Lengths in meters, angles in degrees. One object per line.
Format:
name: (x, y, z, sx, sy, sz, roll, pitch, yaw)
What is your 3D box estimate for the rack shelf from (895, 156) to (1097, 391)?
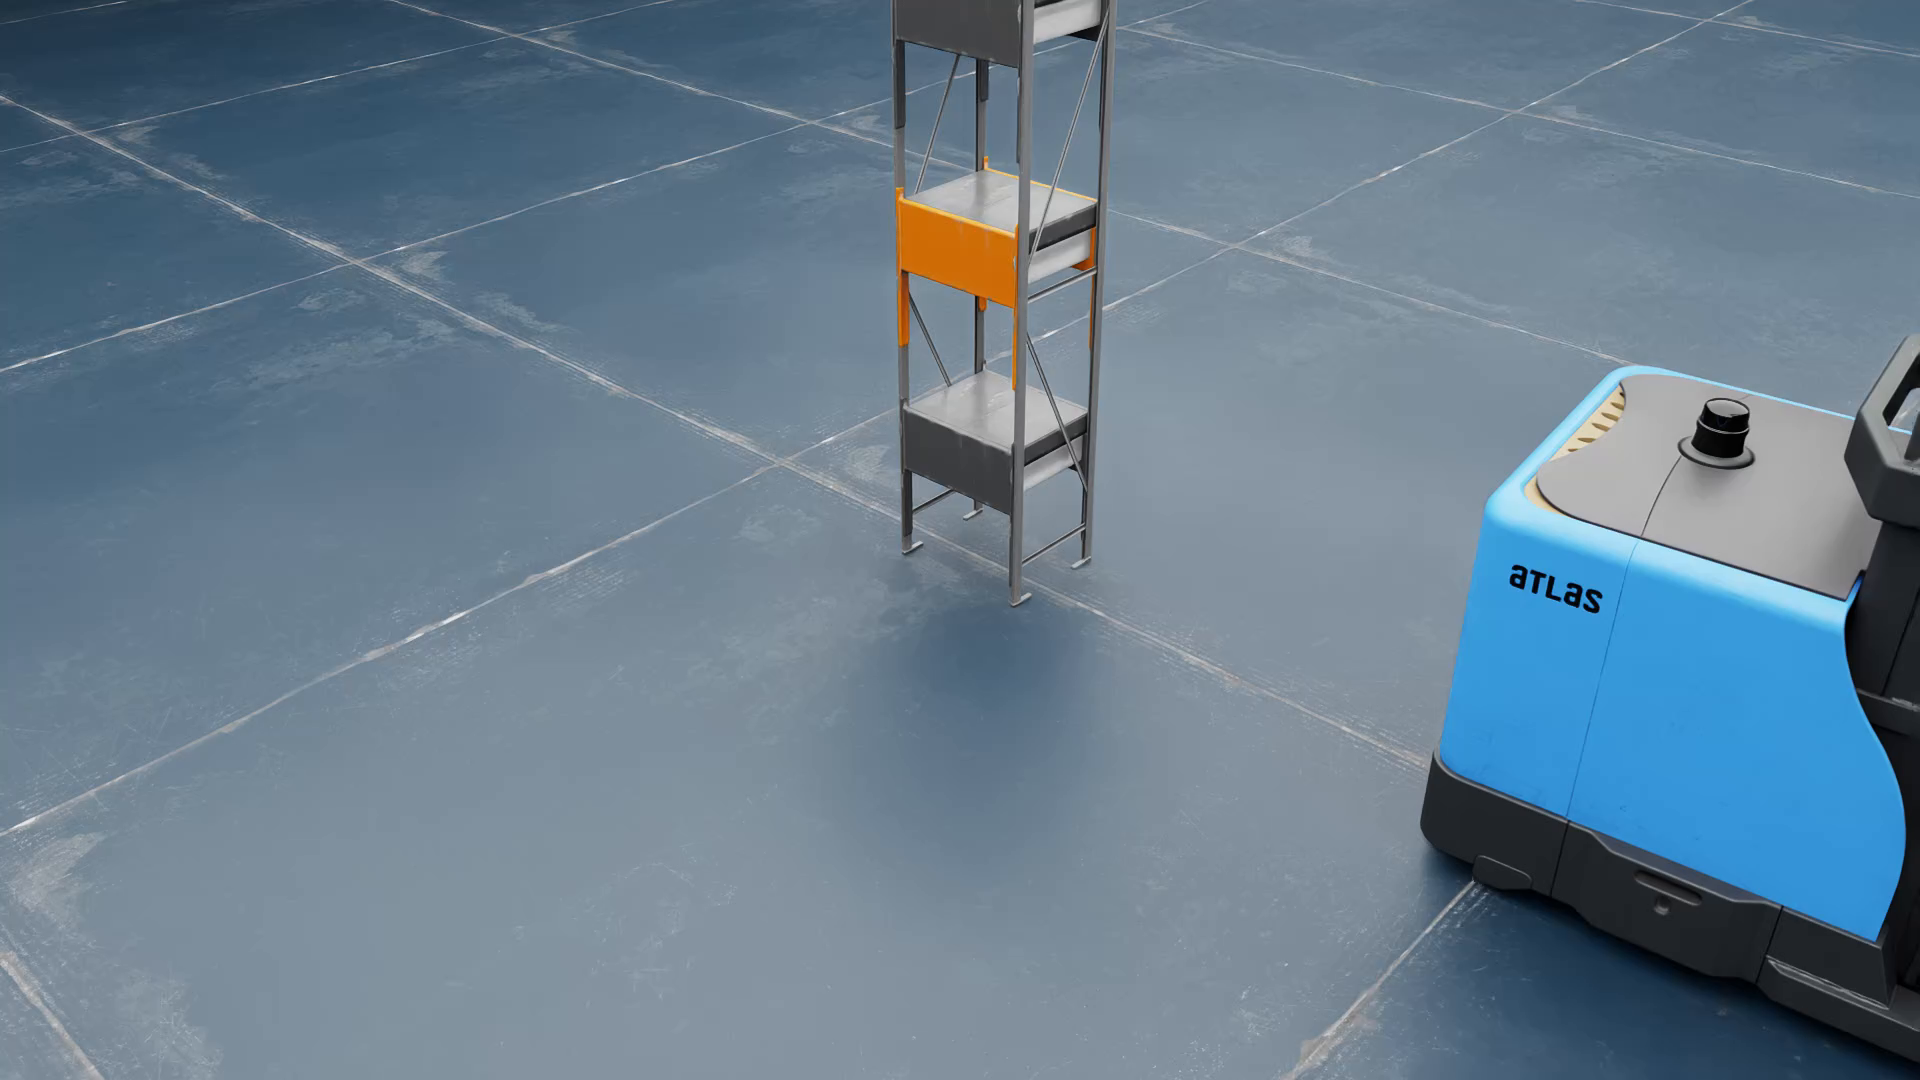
rack shelf: (0.123, -0.831, 5.120, 0.480, 0.518, 0.431, 25, 39, 35)

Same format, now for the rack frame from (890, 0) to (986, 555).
rack frame: (-0.058, -0.927, 5.254, 0.015, 2.100, 0.400, 25, 39, 35)

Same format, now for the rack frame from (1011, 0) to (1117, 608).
rack frame: (0.304, -0.758, 4.973, 0.015, 2.100, 0.400, 25, 39, 35)

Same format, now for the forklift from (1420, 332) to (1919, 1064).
forklift: (2.690, -0.172, 3.193, 3.031, 2.935, 1.130, 21, 37, 31)

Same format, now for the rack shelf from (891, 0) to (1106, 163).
rack shelf: (0.123, -1.430, 4.759, 0.480, 0.518, 0.431, 25, 39, 35)

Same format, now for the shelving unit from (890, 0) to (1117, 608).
shelving unit: (0.123, -0.842, 5.113, 0.503, 2.100, 0.431, 25, 39, 35)

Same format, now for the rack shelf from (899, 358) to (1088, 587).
rack shelf: (0.123, -0.231, 5.481, 0.480, 0.518, 0.431, 25, 39, 35)
